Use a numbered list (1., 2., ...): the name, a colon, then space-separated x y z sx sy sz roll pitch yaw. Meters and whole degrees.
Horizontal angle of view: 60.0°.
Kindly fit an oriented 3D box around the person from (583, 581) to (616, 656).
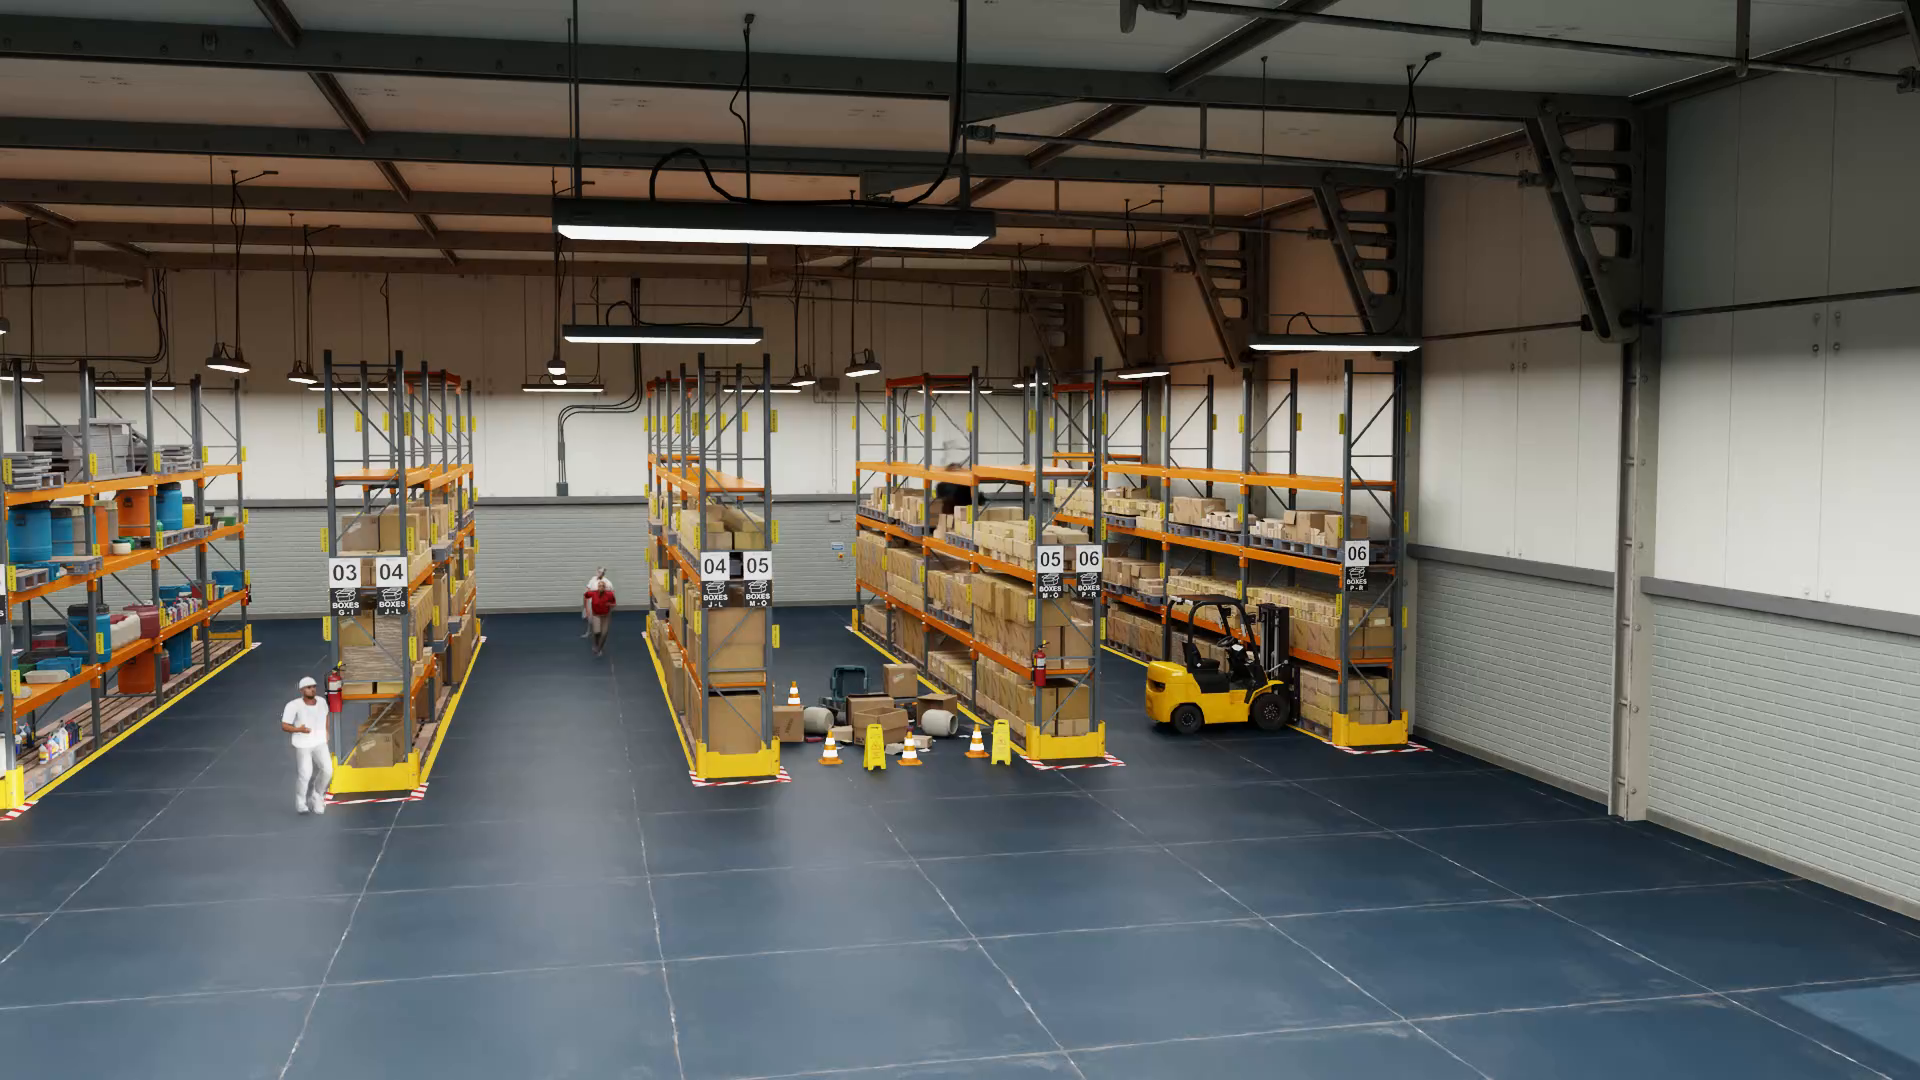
1. person: -7.707 1.689 35.634 0.646 1.648 0.845 -2 4 -22

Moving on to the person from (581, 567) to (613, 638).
1. person: -8.513 1.456 39.132 0.711 1.684 0.568 2 4 21

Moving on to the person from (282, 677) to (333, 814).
1. person: -8.311 2.647 21.318 0.617 1.788 0.694 4 5 43
